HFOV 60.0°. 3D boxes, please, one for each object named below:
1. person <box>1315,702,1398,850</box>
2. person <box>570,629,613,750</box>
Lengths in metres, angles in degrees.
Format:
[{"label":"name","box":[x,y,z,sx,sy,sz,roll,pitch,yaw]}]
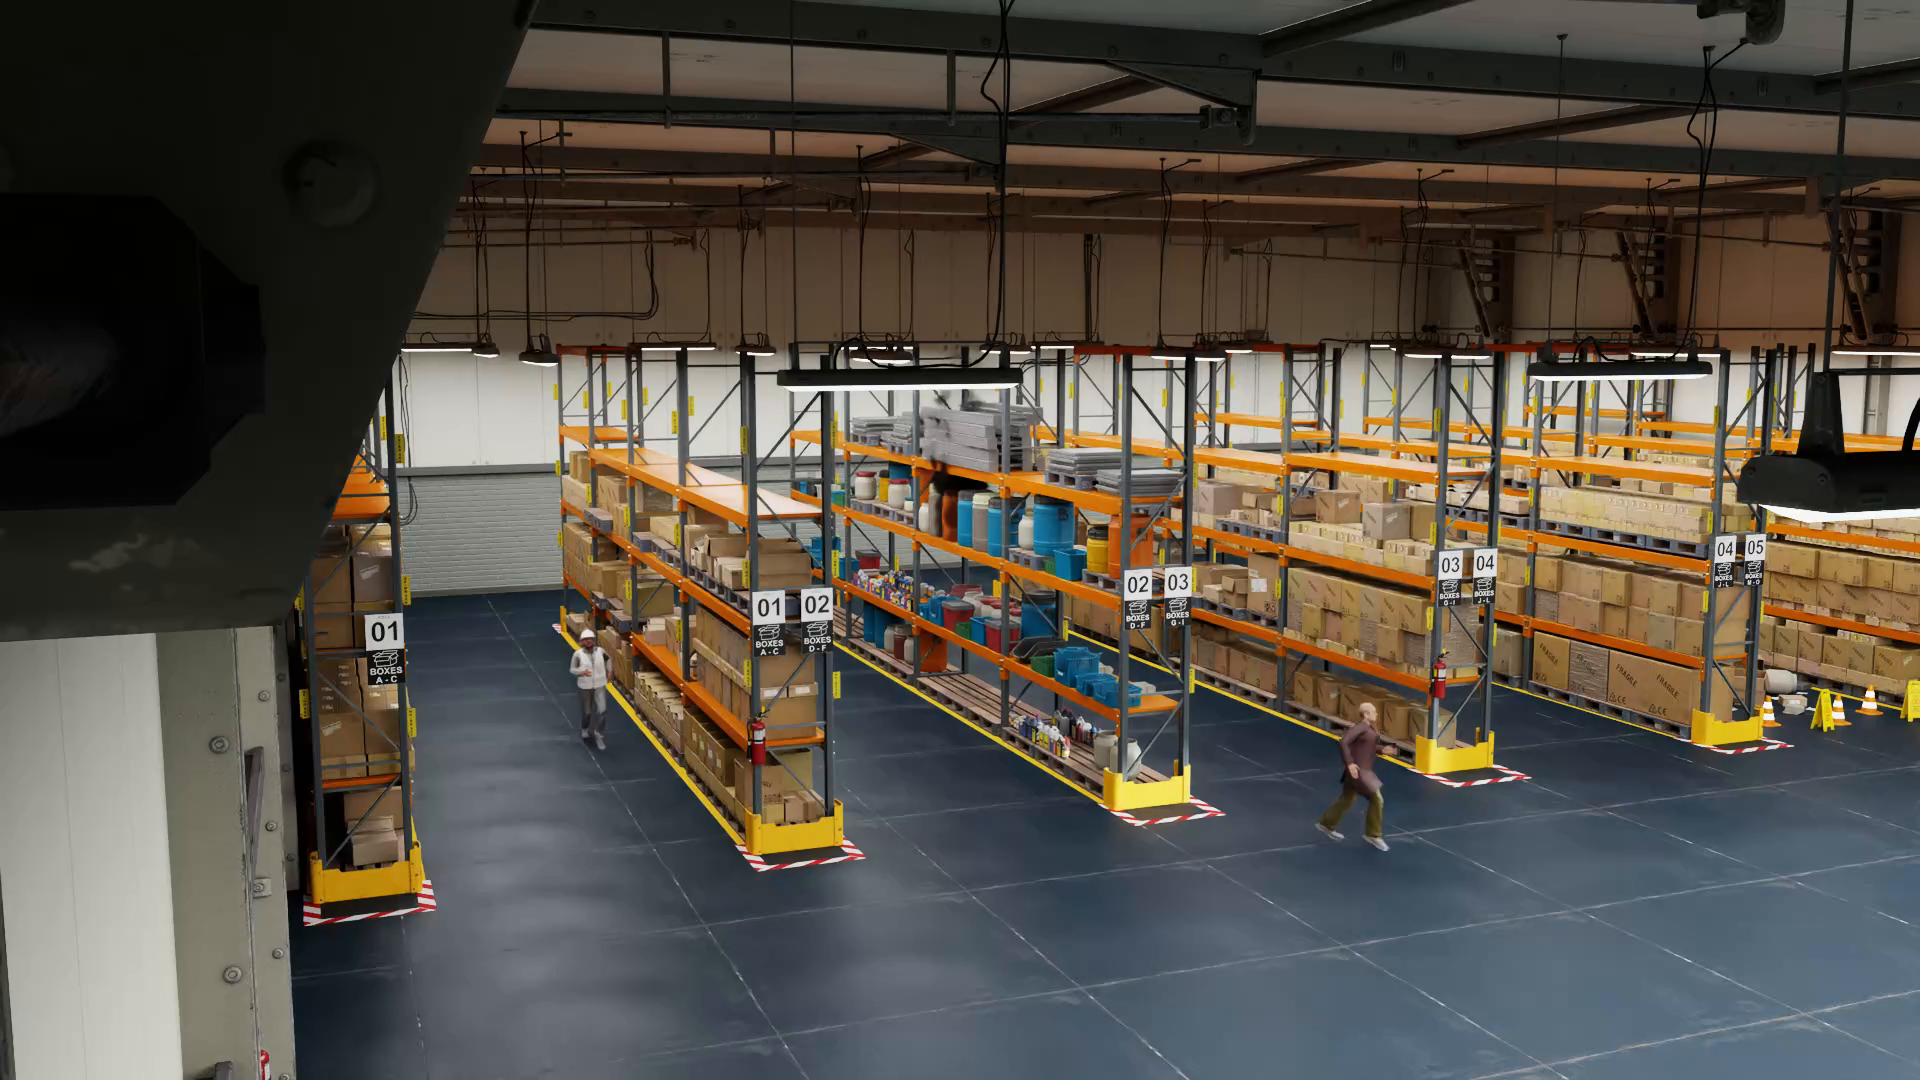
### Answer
[{"label":"person","box":[4.862,2.884,20.373,0.973,1.831,0.623,1,7,10]},{"label":"person","box":[-5.608,2.260,25.337,0.654,1.809,0.822,-3,8,-19]}]
